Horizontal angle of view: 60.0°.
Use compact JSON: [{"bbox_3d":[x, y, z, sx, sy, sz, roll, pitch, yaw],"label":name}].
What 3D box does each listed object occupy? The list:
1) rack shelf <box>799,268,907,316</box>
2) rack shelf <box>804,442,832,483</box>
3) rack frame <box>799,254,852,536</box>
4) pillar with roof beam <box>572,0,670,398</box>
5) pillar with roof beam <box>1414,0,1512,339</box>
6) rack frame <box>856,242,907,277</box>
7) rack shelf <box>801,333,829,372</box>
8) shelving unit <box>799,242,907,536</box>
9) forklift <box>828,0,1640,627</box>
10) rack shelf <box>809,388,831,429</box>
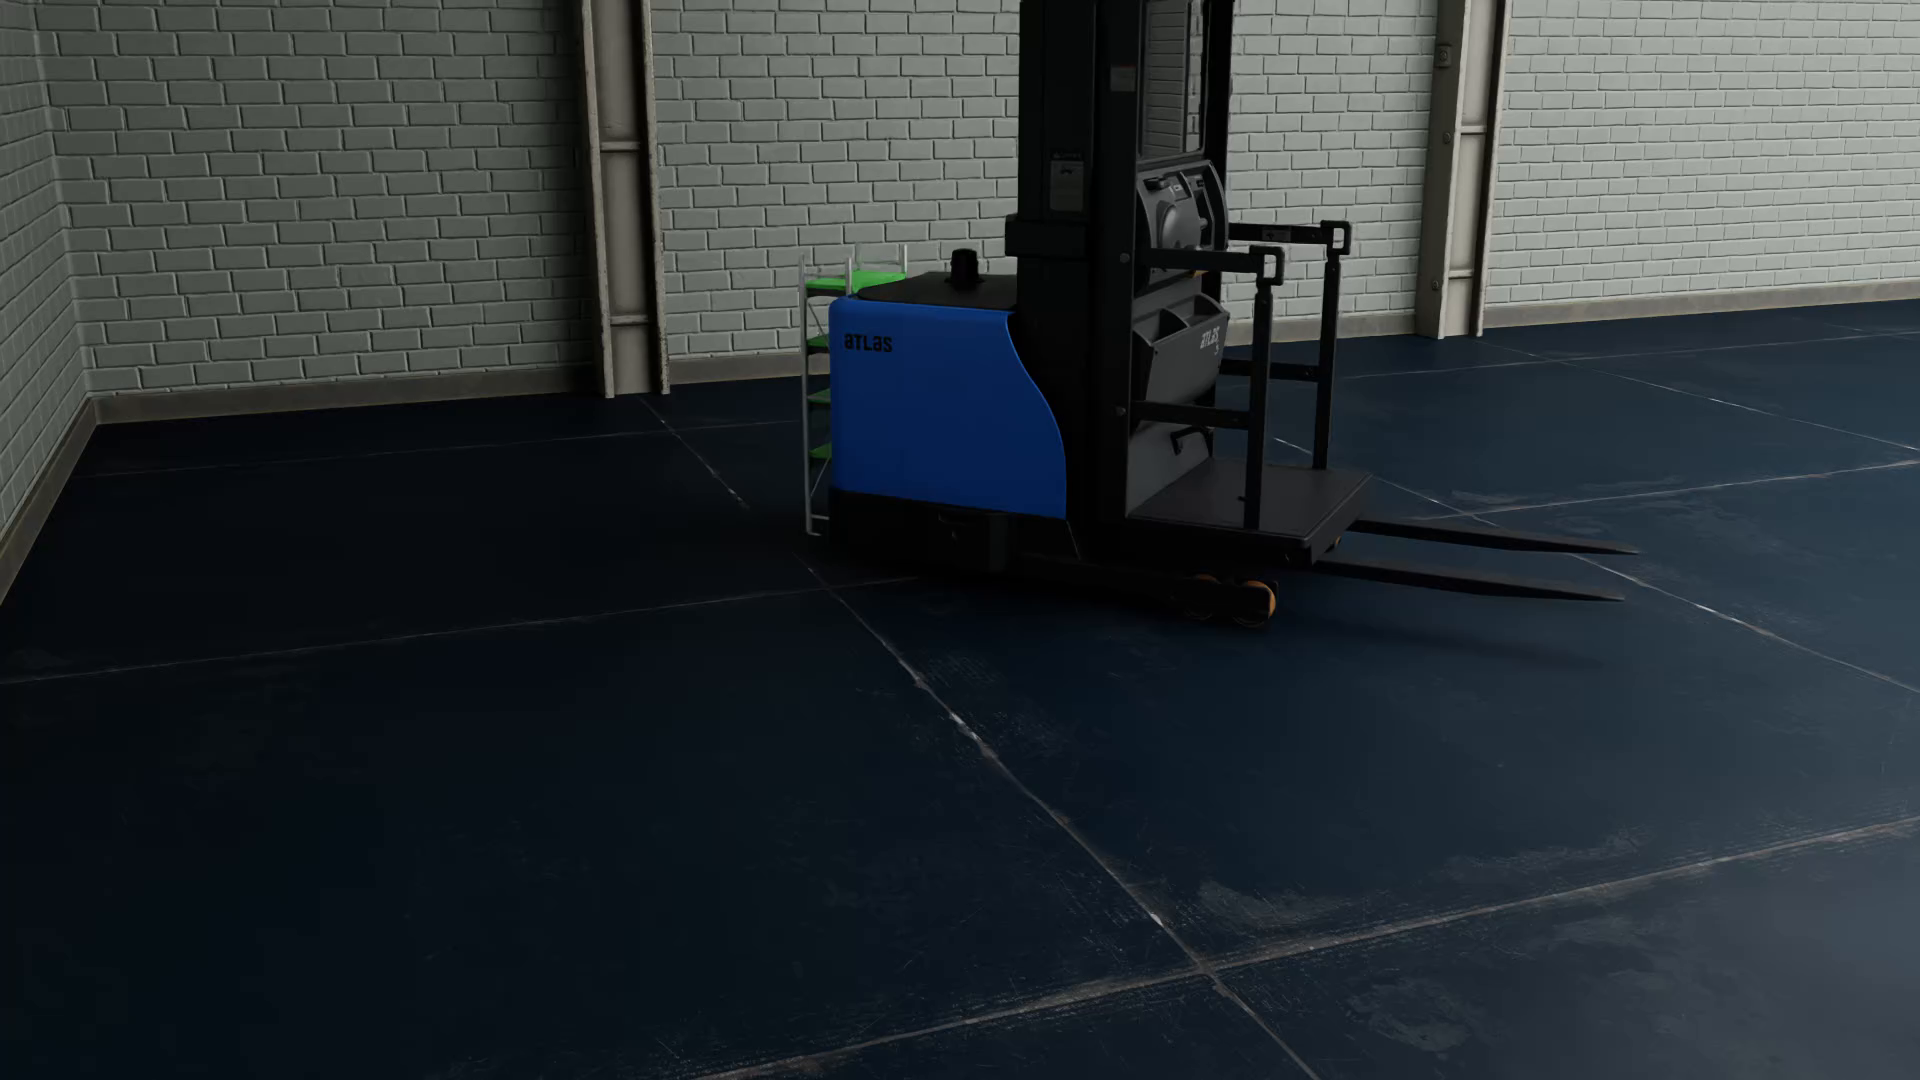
[{"bbox_3d":[-0.447,-1.049,7.063,0.258,0.148,0.480,8,18,25],"label":"rack shelf"},{"bbox_3d":[-0.446,-0.358,7.266,0.258,0.148,0.480,8,18,25],"label":"rack shelf"},{"bbox_3d":[-0.553,-0.588,6.970,0.240,1.200,0.015,8,18,25],"label":"rack frame"},{"bbox_3d":[-0.467,-4.099,5.084,0.400,9.000,9.100,-6,17,-20],"label":"pillar with roof beam"},{"bbox_3d":[5.136,-4.704,7.144,0.400,9.000,9.100,-6,17,-20],"label":"pillar with roof beam"},{"bbox_3d":[-0.341,-0.712,7.391,0.240,1.200,0.015,8,18,25],"label":"rack frame"},{"bbox_3d":[-0.447,-0.819,7.131,0.258,0.148,0.480,8,18,25],"label":"rack shelf"},{"bbox_3d":[-0.447,-0.650,7.180,0.258,1.200,0.503,8,18,25],"label":"shelving unit"},{"bbox_3d":[1.024,-1.260,6.188,3.031,2.935,1.130,8,18,25],"label":"forklift"},{"bbox_3d":[-0.447,-0.588,7.198,0.258,0.148,0.480,8,18,25],"label":"rack shelf"}]
